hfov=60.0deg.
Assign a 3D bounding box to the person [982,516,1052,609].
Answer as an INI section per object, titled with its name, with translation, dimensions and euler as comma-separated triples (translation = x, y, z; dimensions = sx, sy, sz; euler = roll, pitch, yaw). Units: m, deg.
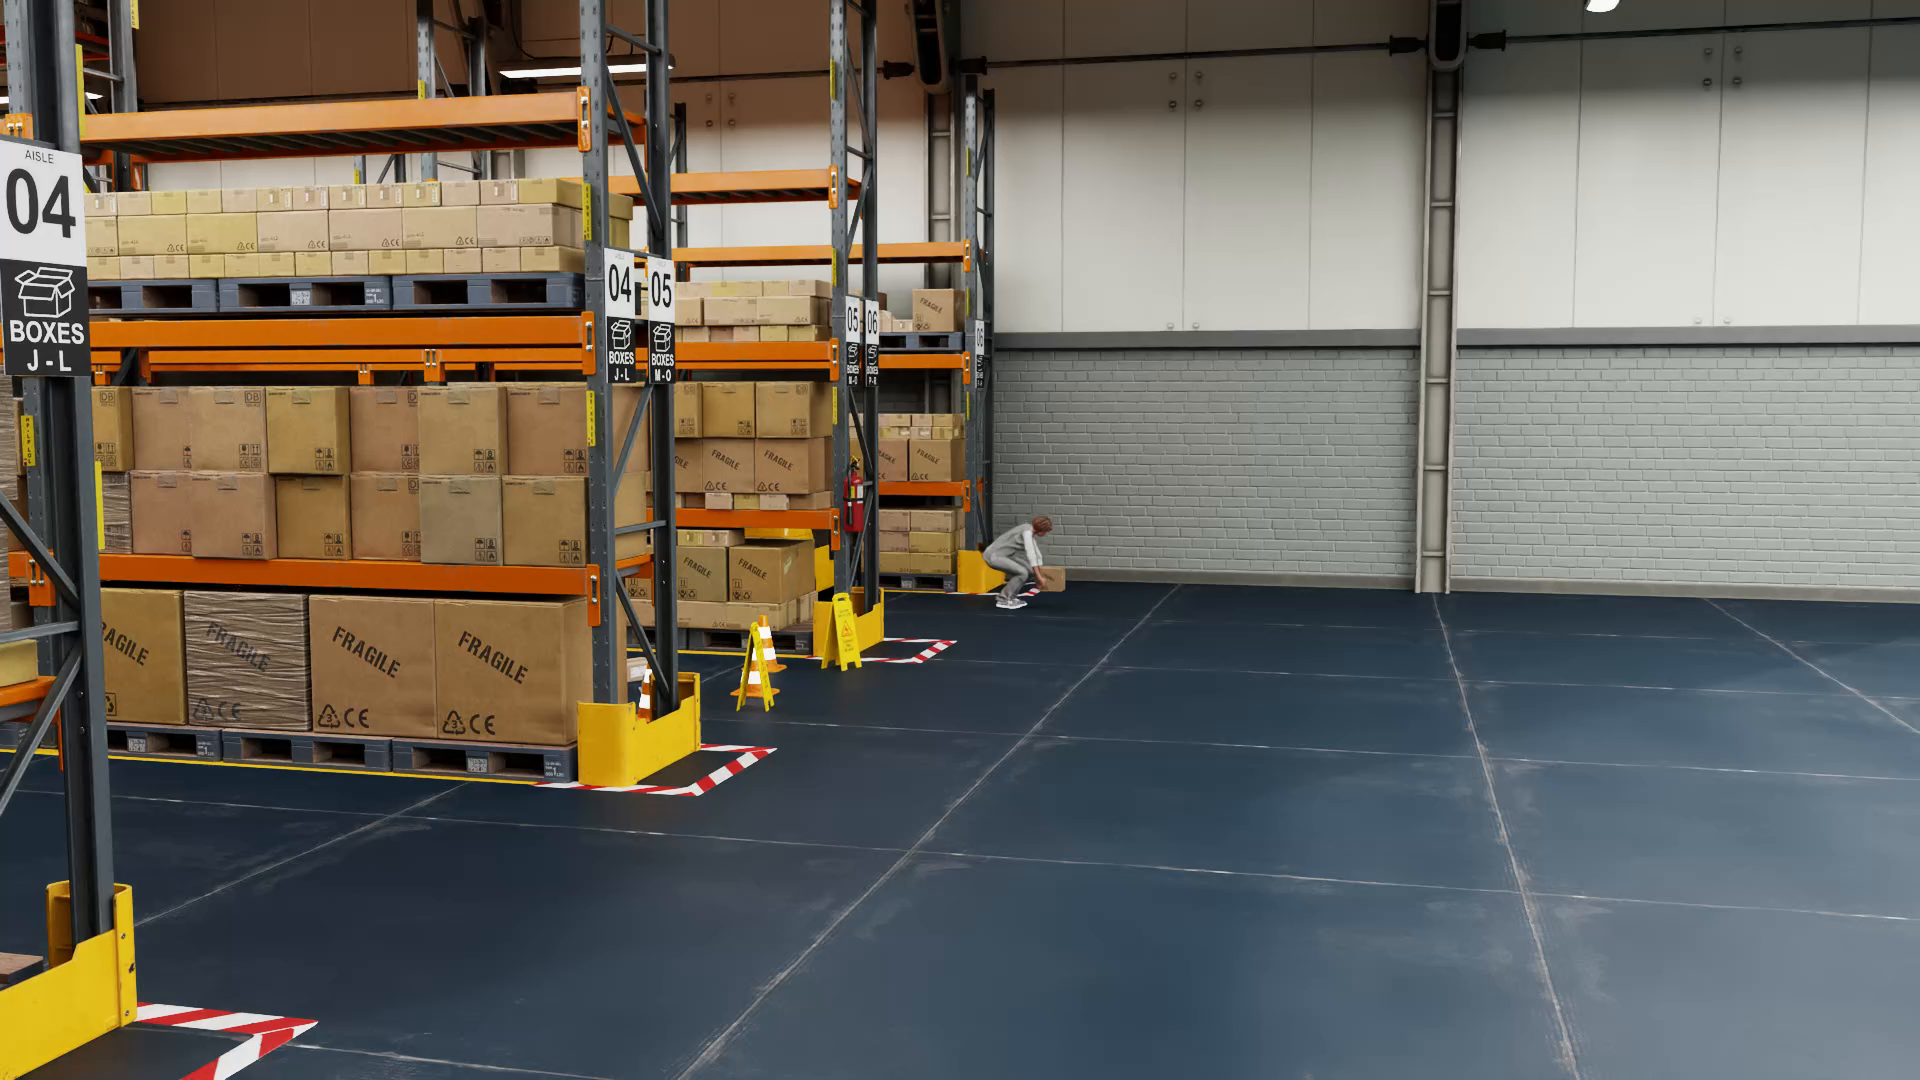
[person]
translation = 0.631, 0.257, 18.274
dimensions = 0.761, 0.972, 0.456
euler = 1, 5, 13
